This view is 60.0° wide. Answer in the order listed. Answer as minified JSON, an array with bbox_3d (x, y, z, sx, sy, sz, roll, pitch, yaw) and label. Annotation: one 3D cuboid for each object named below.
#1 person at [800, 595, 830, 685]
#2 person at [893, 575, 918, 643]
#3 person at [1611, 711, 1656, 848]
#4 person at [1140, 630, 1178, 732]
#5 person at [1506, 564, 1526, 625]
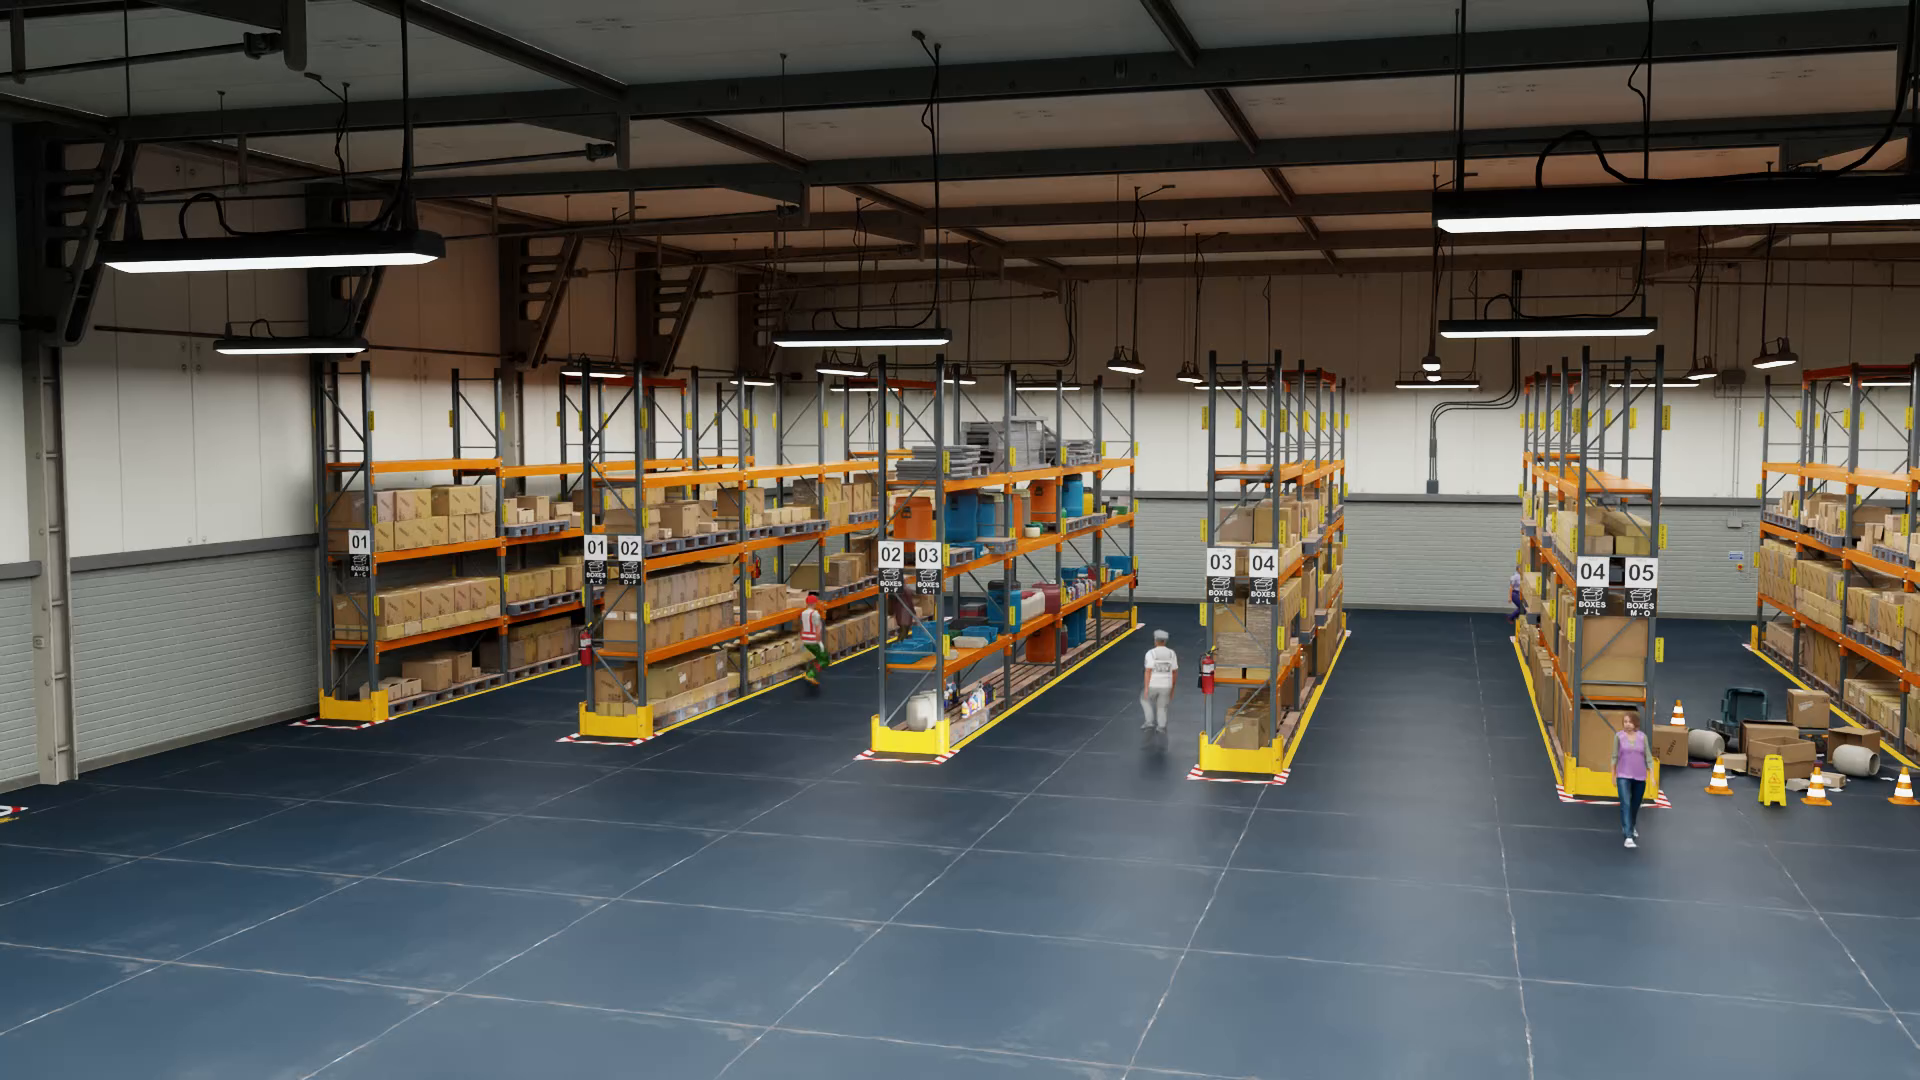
[{"bbox_3d":[-2.683,1.768,30.480,0.648,1.536,0.588,-4,6,-43],"label":"person"},{"bbox_3d":[-1.203,1.591,35.370,0.800,1.773,0.616,-3,5,-36],"label":"person"},{"bbox_3d":[7.942,2.805,19.626,0.448,1.553,0.893,1,4,11],"label":"person"},{"bbox_3d":[3.061,2.170,25.456,0.549,1.582,0.748,0,4,0],"label":"person"},{"bbox_3d":[13.550,1.347,40.251,0.472,1.553,0.938,-2,5,-28],"label":"person"}]
